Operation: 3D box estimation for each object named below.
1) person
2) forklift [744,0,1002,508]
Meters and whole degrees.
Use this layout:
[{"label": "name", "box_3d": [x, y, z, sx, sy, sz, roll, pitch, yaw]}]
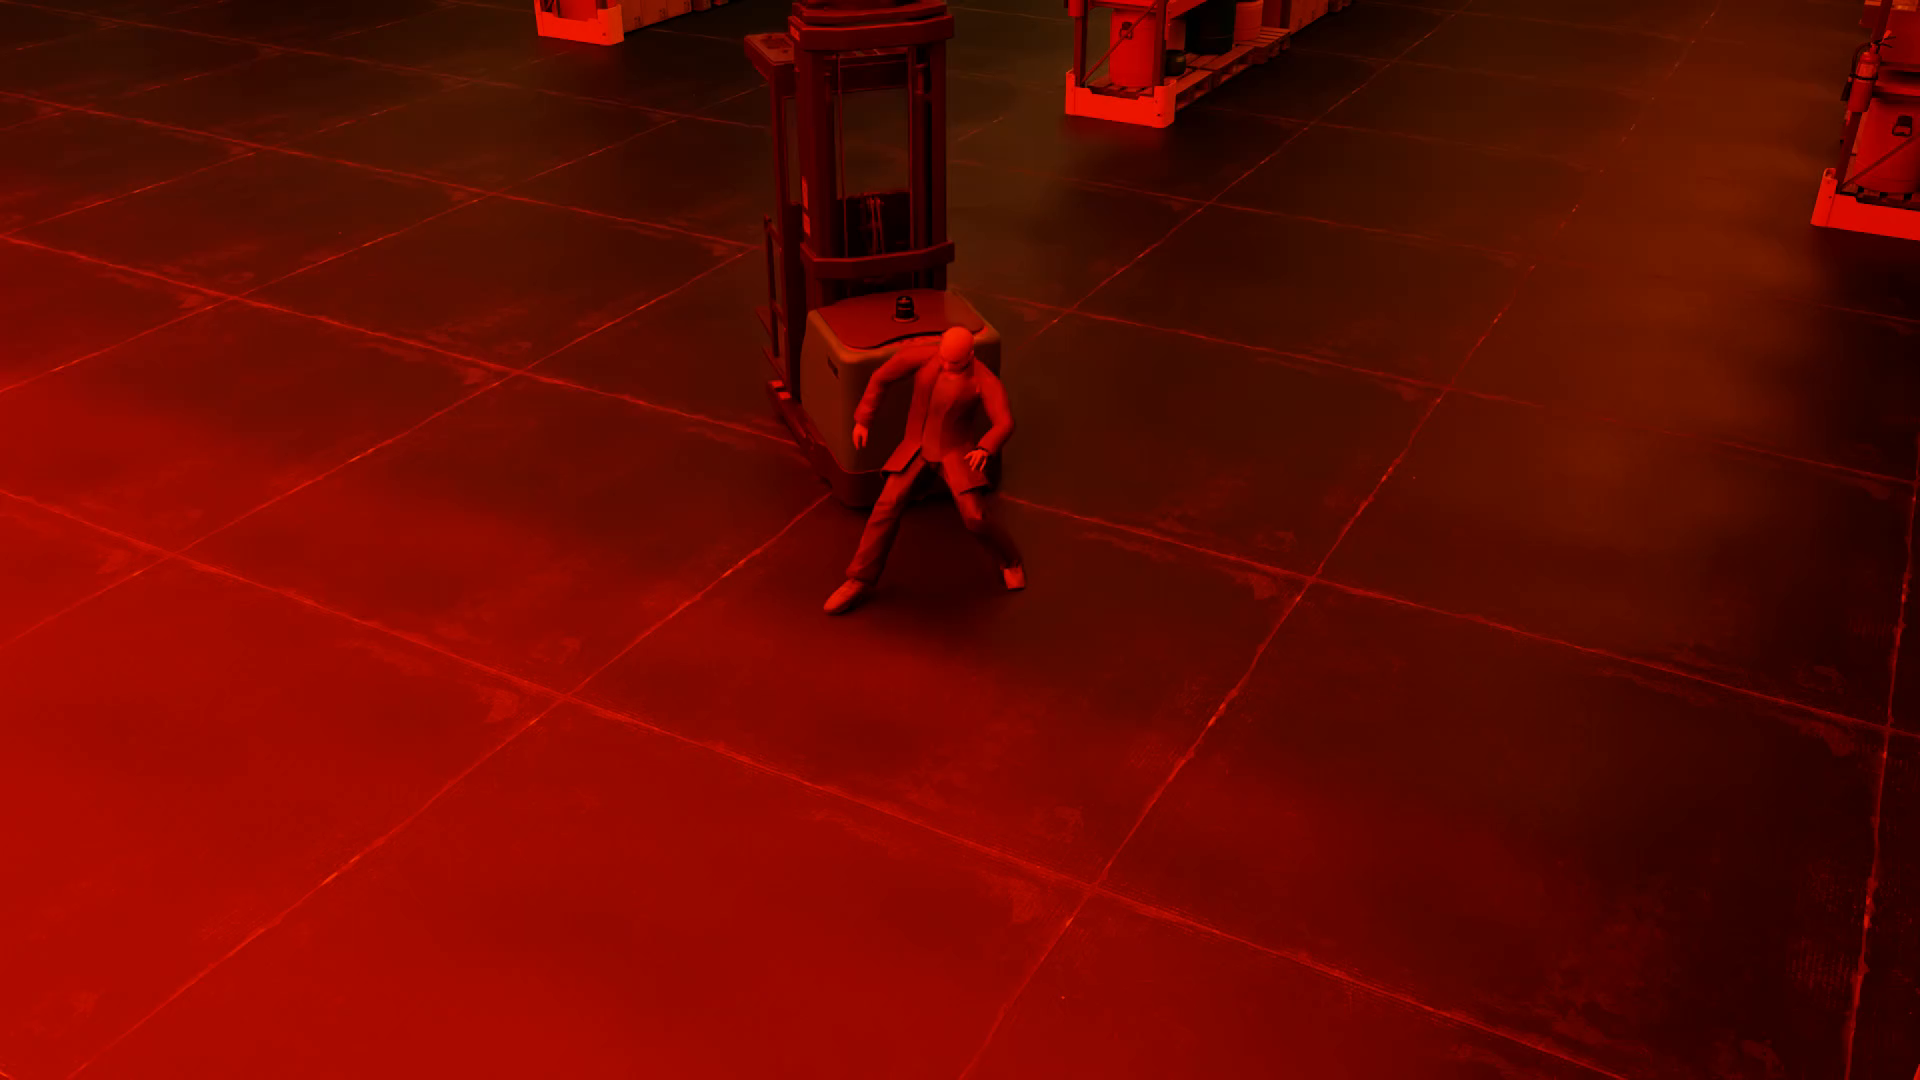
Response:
[{"label": "person", "box_3d": [-0.191, -0.378, 9.158, 1.057, 1.540, 1.005, 11, 32, 18]}, {"label": "forklift", "box_3d": [-0.717, -2.191, 10.867, 1.130, 2.935, 3.031, -10, 32, -17]}]
